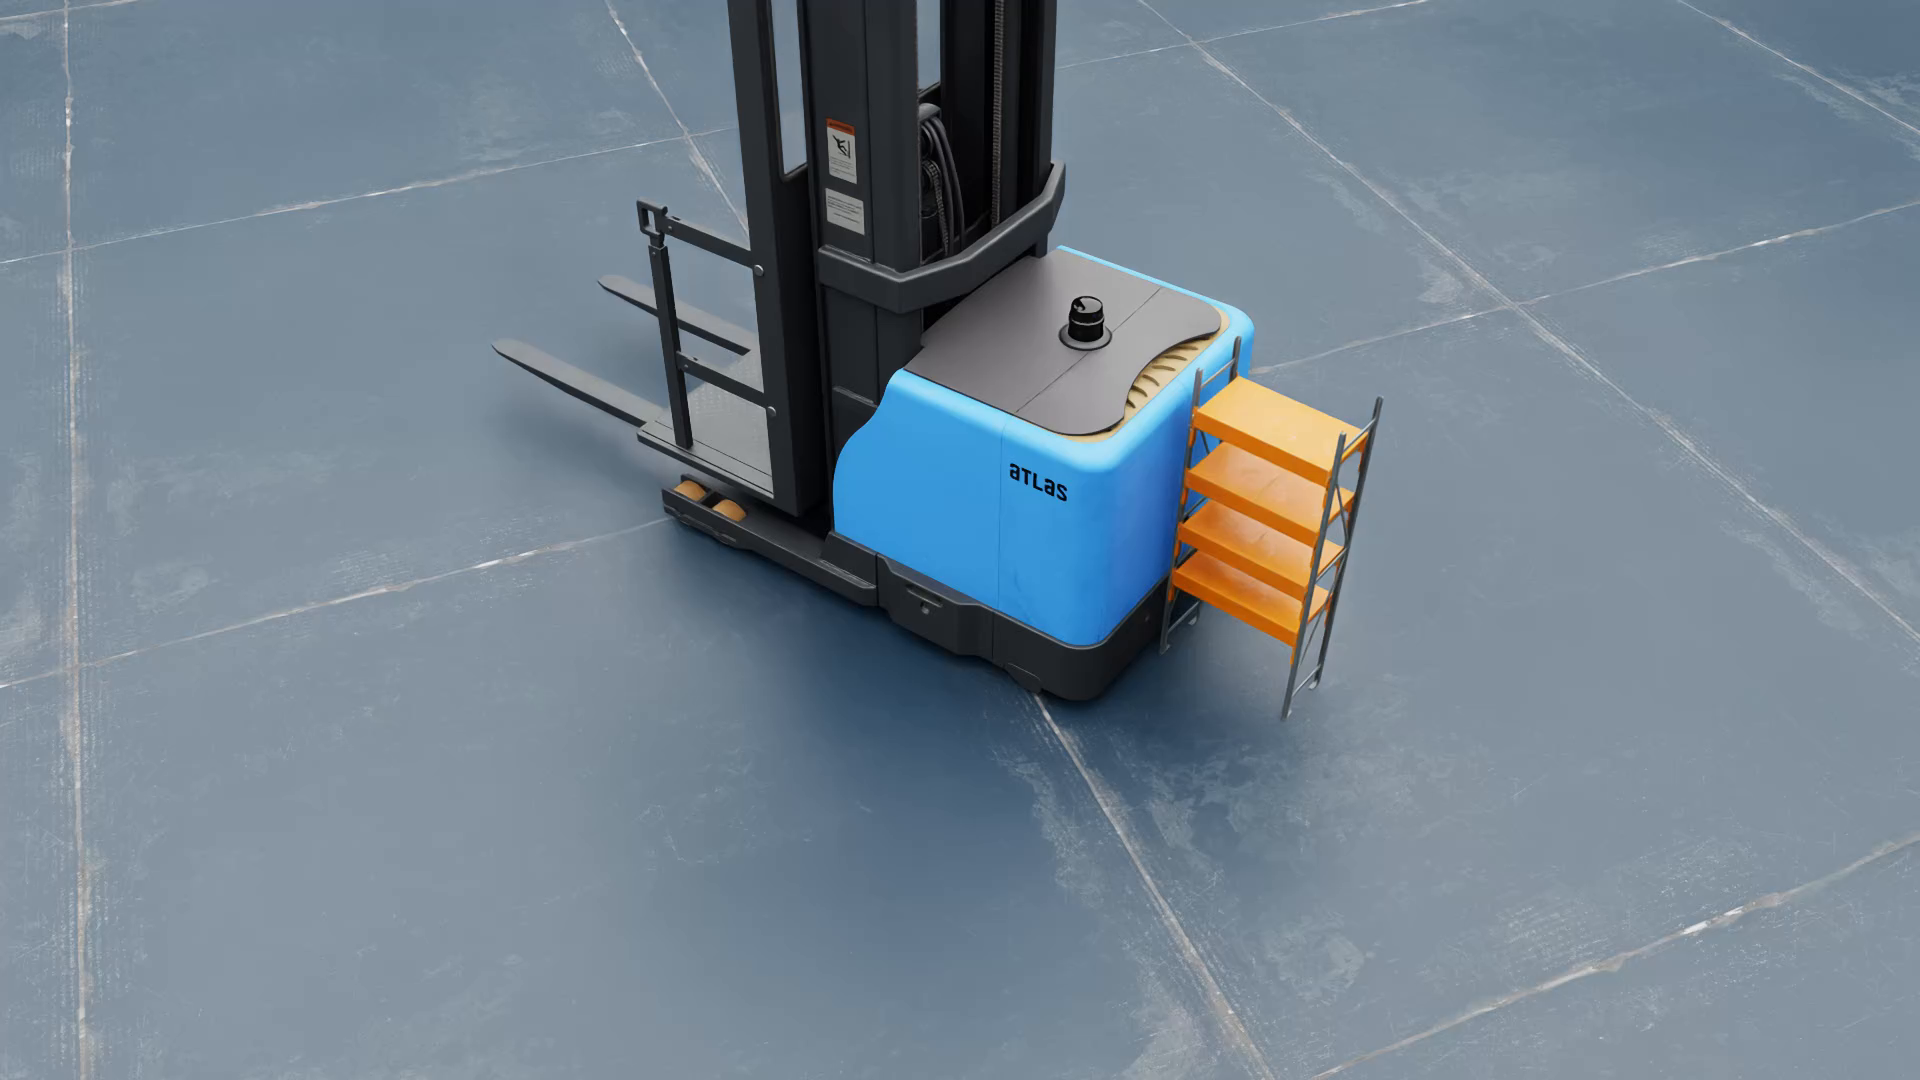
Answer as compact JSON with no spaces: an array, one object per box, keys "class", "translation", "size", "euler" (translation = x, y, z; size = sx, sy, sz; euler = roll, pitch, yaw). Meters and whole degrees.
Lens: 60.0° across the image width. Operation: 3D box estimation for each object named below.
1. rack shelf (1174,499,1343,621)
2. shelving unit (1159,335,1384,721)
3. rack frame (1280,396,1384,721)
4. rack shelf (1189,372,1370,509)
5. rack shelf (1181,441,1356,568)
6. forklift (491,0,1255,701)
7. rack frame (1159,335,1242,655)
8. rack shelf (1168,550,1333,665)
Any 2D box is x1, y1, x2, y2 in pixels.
[{"class":"rack shelf","translation":[0.969,0.037,5.383],"size":[0.480,0.148,0.258],"euler":[29,48,28]},{"class":"shelving unit","translation":[0.970,-0.014,5.339],"size":[0.503,1.200,0.258],"euler":[29,48,28]},{"class":"rack frame","translation":[1.159,0.089,5.224],"size":[0.015,1.200,0.240],"euler":[29,48,28]},{"class":"rack shelf","translation":[0.975,-0.310,5.081],"size":[0.480,0.148,0.258],"euler":[29,48,28]},{"class":"rack shelf","translation":[0.972,-0.132,5.236],"size":[0.480,0.148,0.258],"euler":[29,48,28]},{"class":"forklift","translation":[-0.507,-1.348,5.570],"size":[3.031,2.935,1.130],"euler":[25,47,26]},{"class":"rack frame","translation":[0.780,-0.117,5.453],"size":[0.015,1.200,0.240],"euler":[29,48,28]},{"class":"rack shelf","translation":[0.966,0.187,5.513],"size":[0.480,0.148,0.258],"euler":[29,48,28]}]
